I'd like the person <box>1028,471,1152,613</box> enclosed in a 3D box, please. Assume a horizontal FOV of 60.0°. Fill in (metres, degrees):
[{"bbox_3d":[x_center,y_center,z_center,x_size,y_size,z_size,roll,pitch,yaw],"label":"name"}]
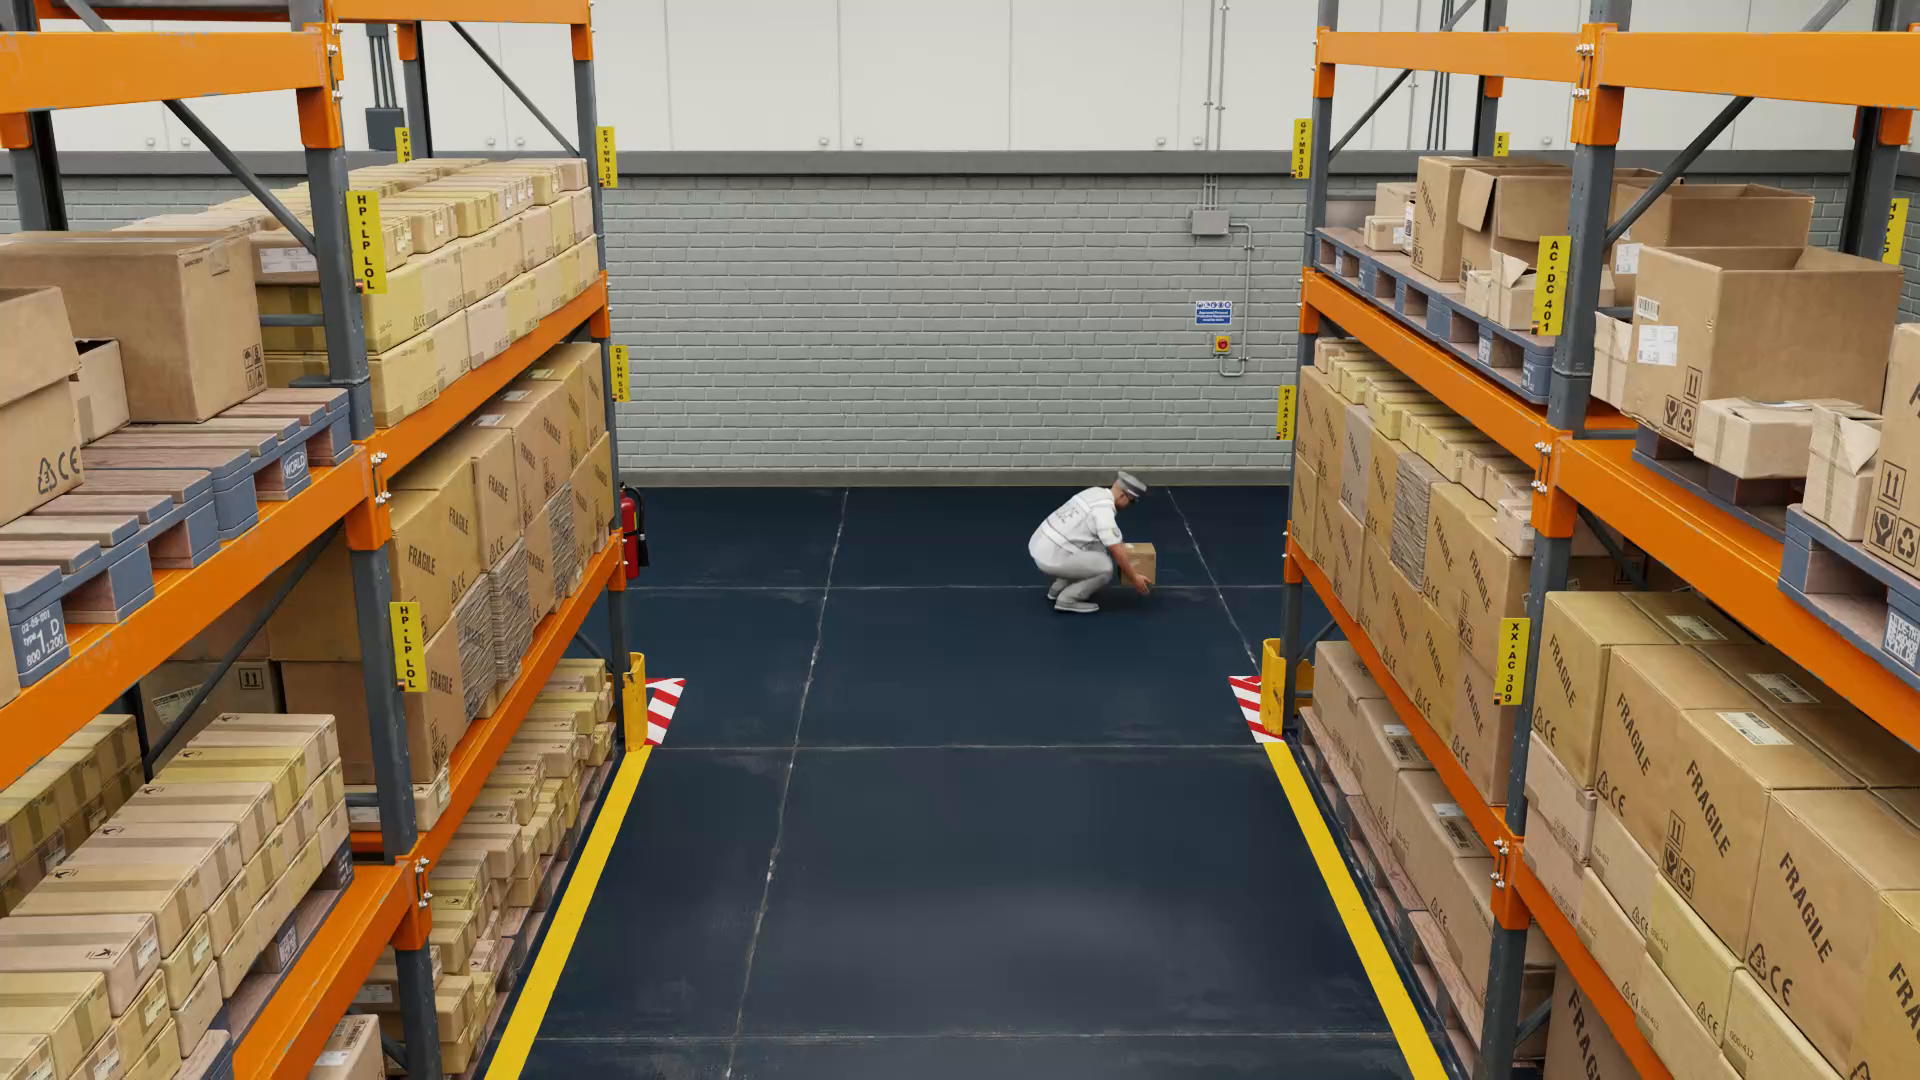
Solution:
[{"bbox_3d":[0.961,0.008,12.295,0.903,1.016,0.536,0,17,-1],"label":"person"}]
